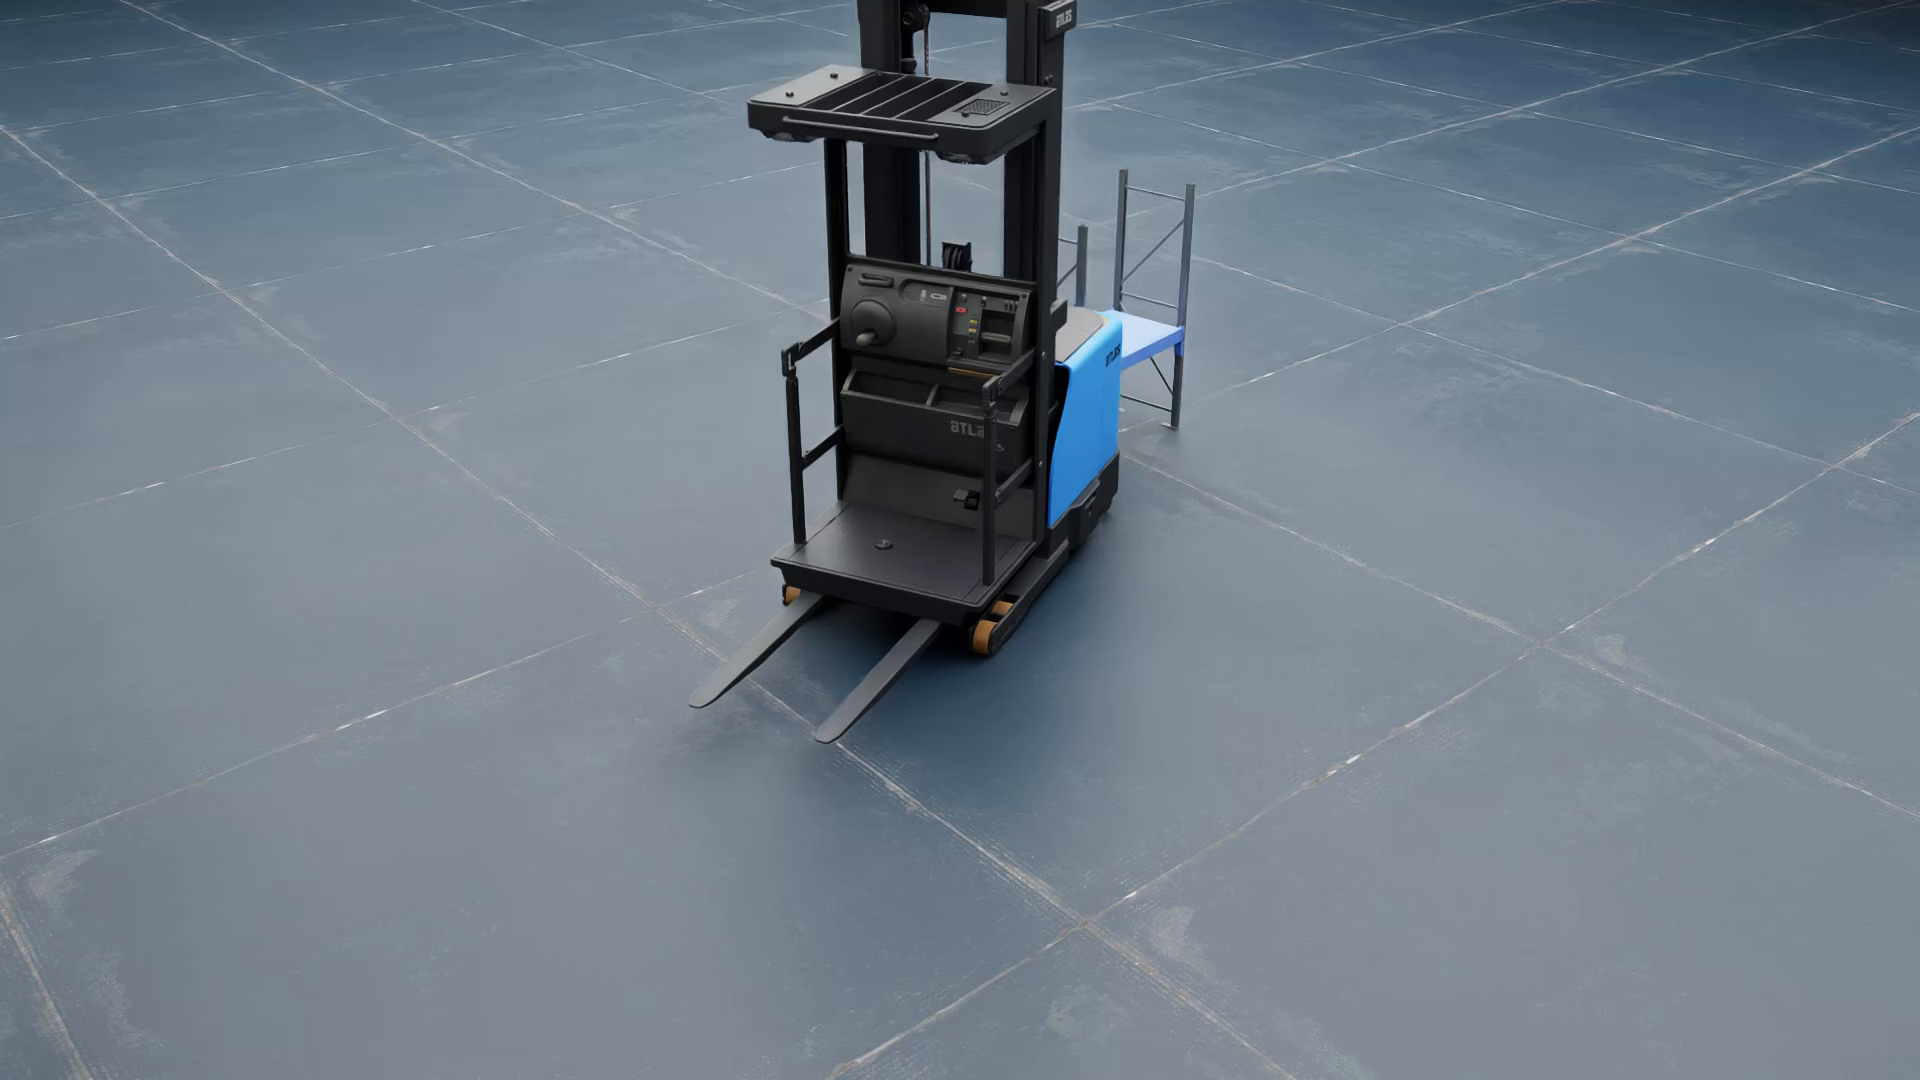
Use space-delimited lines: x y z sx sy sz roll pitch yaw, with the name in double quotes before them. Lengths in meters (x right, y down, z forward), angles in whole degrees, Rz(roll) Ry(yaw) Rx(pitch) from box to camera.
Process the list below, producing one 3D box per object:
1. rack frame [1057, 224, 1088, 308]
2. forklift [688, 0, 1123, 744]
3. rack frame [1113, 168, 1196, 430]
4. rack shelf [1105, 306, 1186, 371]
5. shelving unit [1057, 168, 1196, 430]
"rack frame" 0.463 -1.039 9.102 0.500 1.500 0.032 22 35 35
"forklift" -0.209 -0.987 7.487 1.130 2.935 3.031 12 30 22
"rack frame" 1.118 -1.405 9.788 0.500 1.500 0.032 22 35 35
"rack shelf" 0.790 -1.063 9.530 0.538 0.185 1.000 22 35 35
"shelving unit" 0.790 -1.222 9.445 0.538 1.500 1.048 22 35 35
